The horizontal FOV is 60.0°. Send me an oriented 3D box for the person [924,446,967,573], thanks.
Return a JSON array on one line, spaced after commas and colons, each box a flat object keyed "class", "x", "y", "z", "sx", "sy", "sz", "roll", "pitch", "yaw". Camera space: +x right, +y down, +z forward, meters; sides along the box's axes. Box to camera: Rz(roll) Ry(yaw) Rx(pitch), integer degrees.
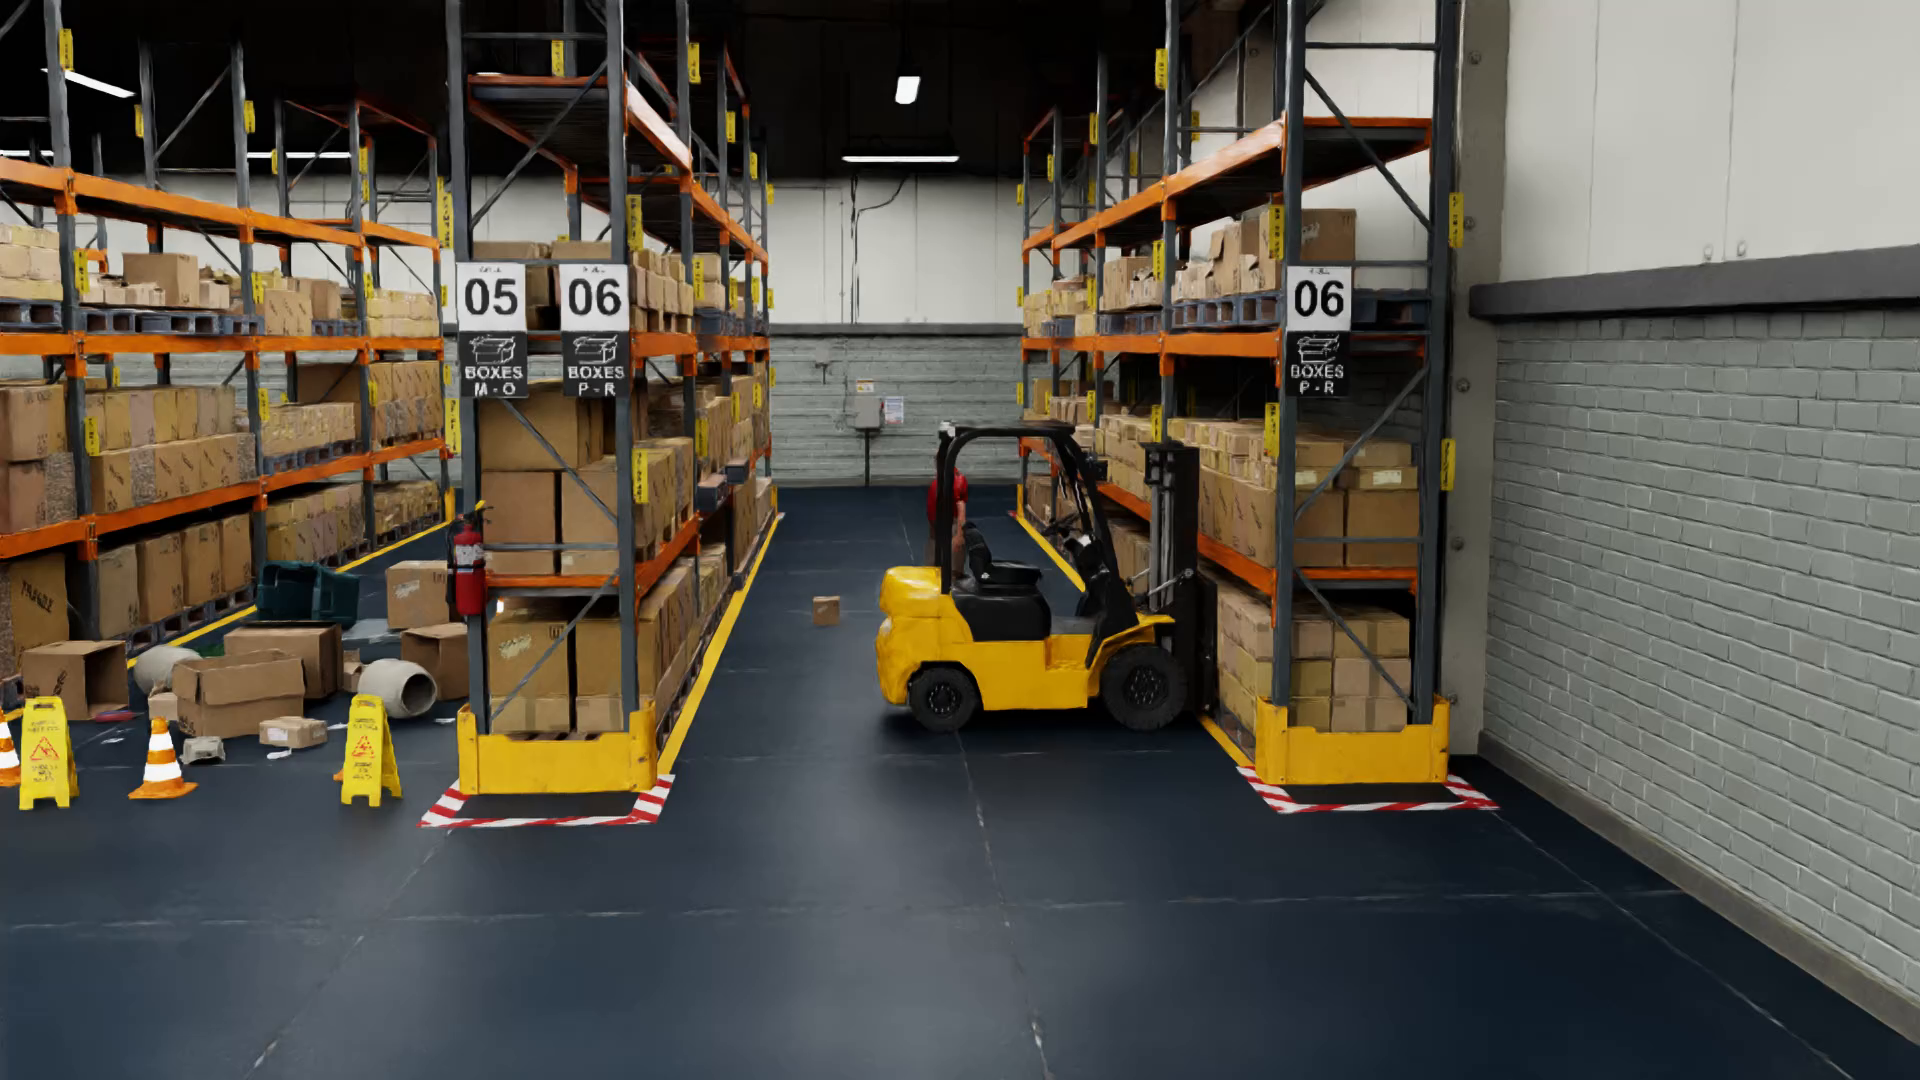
[{"class": "person", "x": -0.141, "y": -0.019, "z": 16.178, "sx": 0.419, "sy": 1.798, "sz": 0.606, "roll": -5, "pitch": 8, "yaw": -34}]
